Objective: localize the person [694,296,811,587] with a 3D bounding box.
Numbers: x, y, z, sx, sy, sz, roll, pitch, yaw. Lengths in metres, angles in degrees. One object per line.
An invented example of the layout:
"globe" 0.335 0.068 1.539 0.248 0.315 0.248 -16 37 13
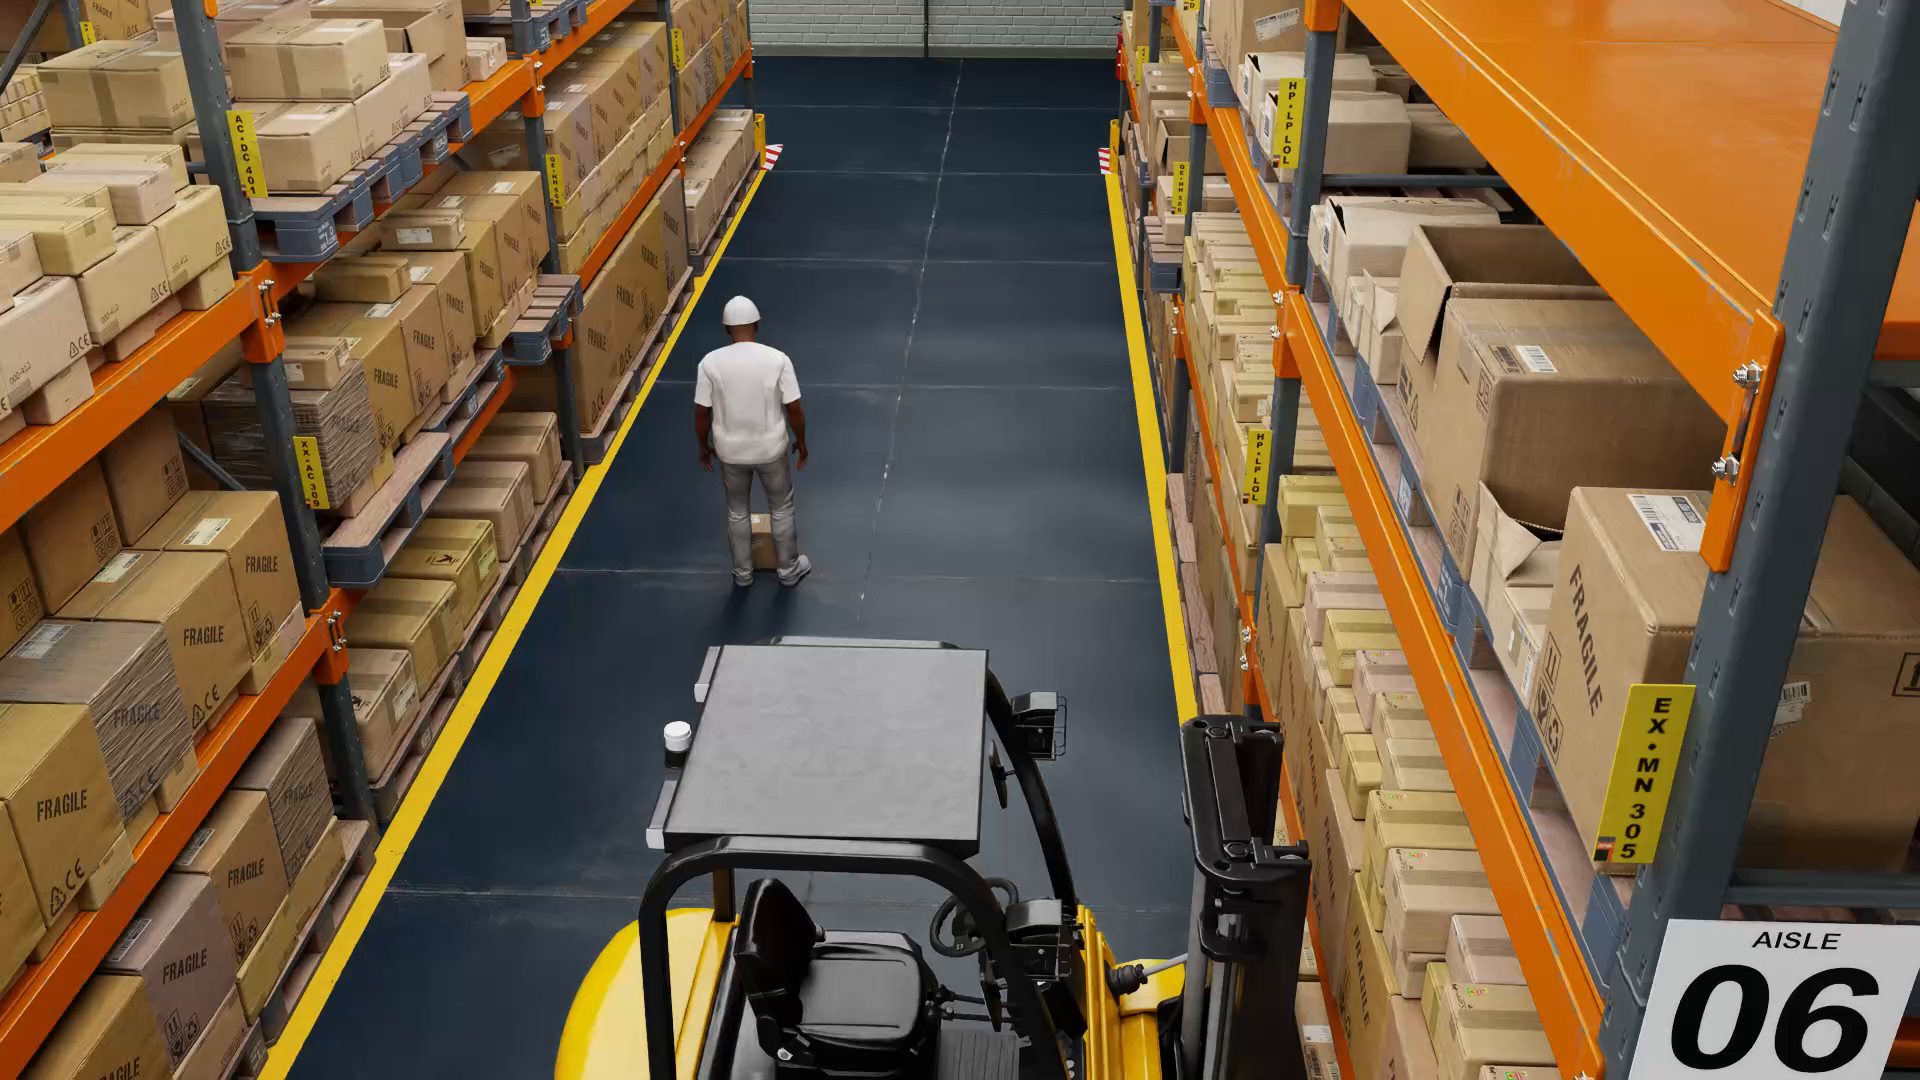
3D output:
"person" -1.204 -0.553 9.651 0.633 1.759 0.462 -1 28 -1
